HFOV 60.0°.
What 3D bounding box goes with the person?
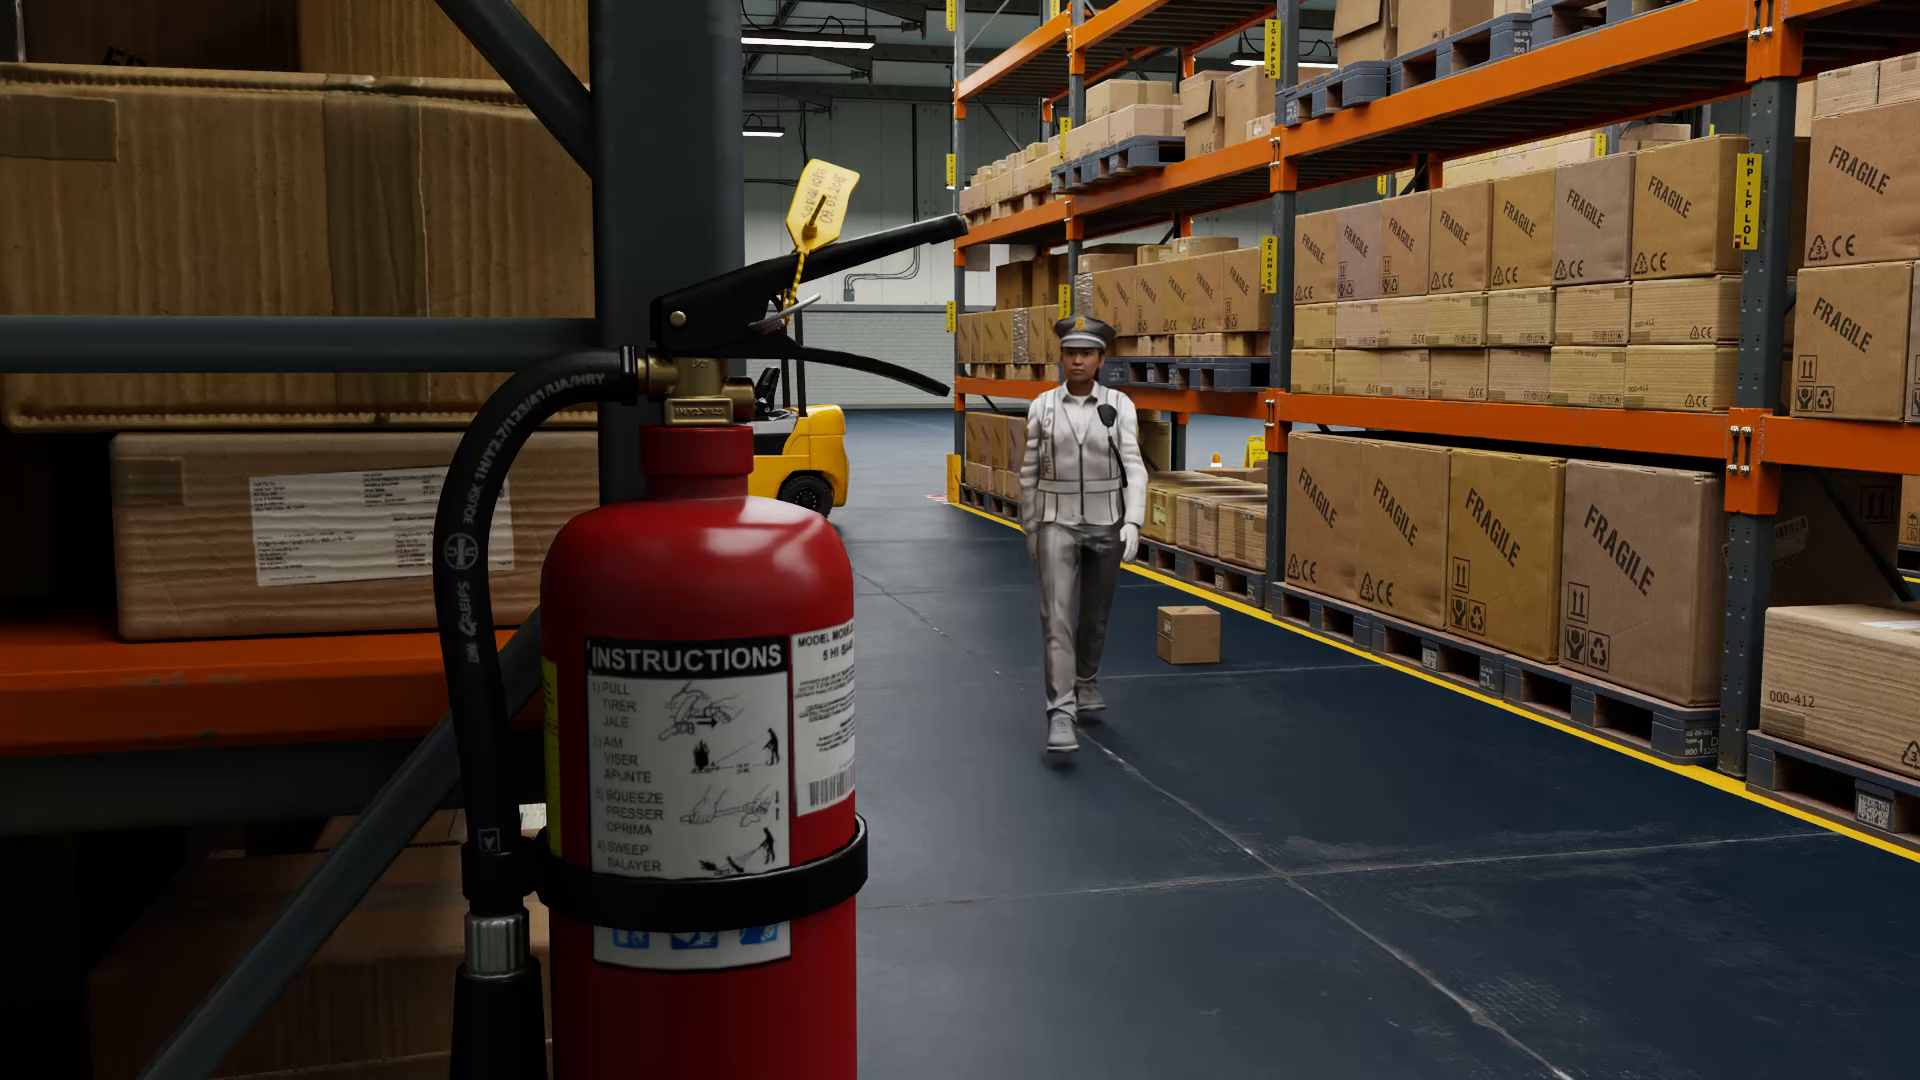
[{"bbox_3d":[0.483,-0.060,6.467,0.496,1.621,1.020,0,6,1],"label":"person"}]
